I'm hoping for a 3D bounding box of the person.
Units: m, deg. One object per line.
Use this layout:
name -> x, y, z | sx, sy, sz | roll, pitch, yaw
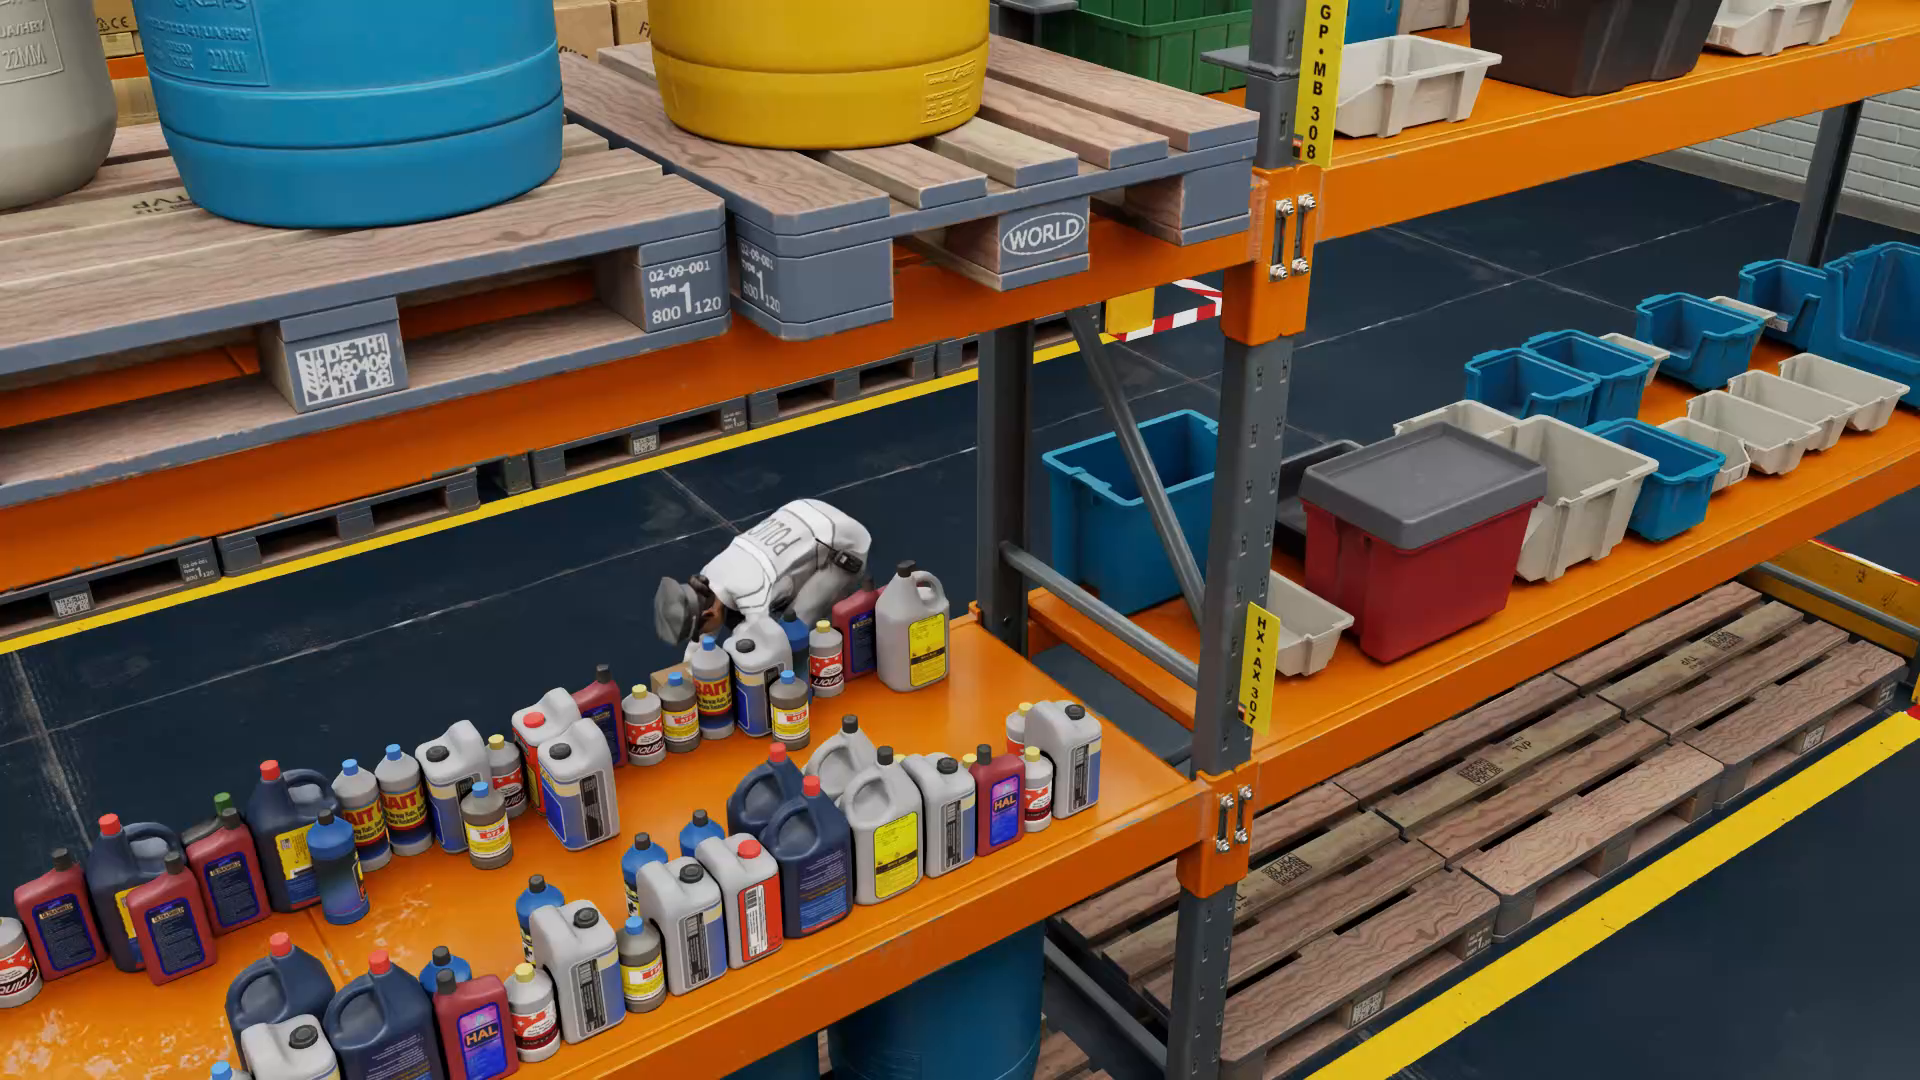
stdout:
person -> -0.752, 0.324, 6.447 | 0.897, 0.822, 0.461 | -20, 35, -32
